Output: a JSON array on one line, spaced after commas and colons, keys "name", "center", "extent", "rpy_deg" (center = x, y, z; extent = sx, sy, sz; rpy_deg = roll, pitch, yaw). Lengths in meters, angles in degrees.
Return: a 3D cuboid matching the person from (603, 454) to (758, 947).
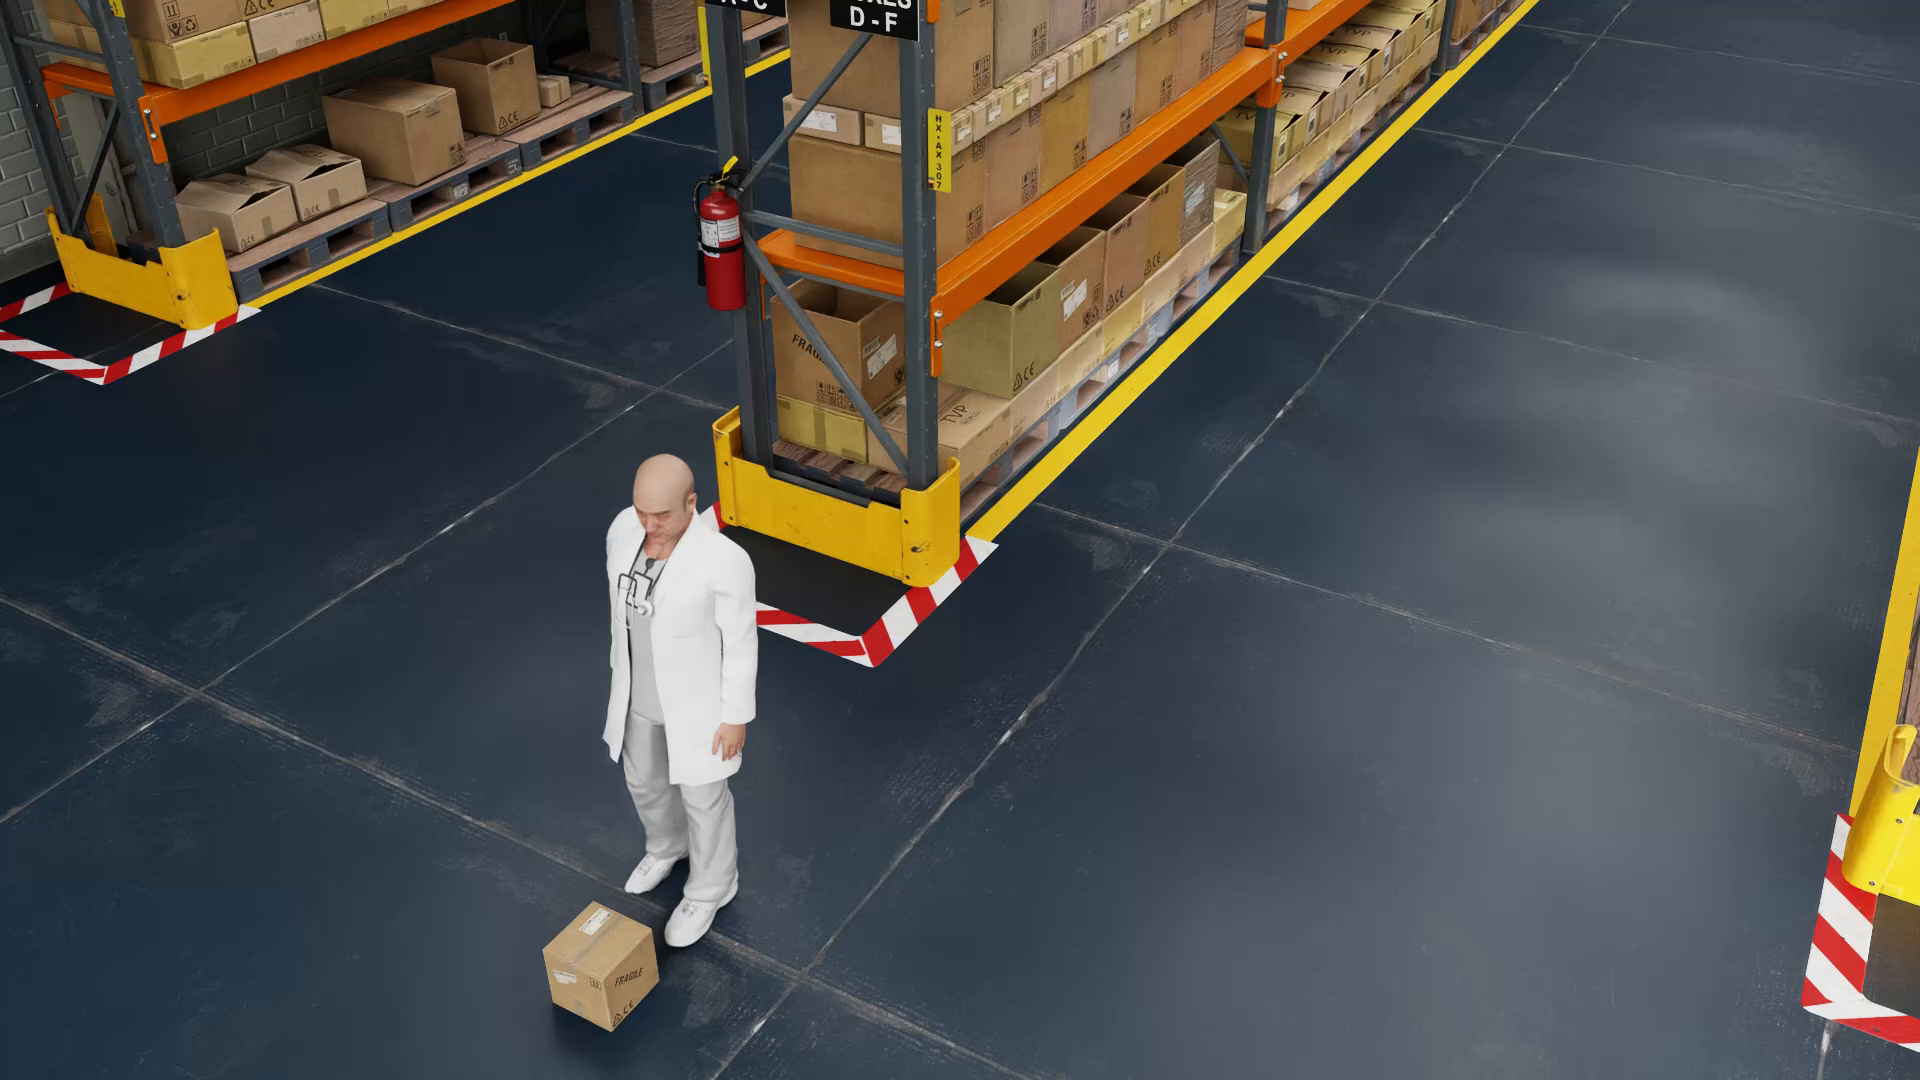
[{"name": "person", "center": [-0.925, 0.546, 5.371], "extent": [0.577, 1.840, 0.485], "rpy_deg": [18, 38, 24]}]
